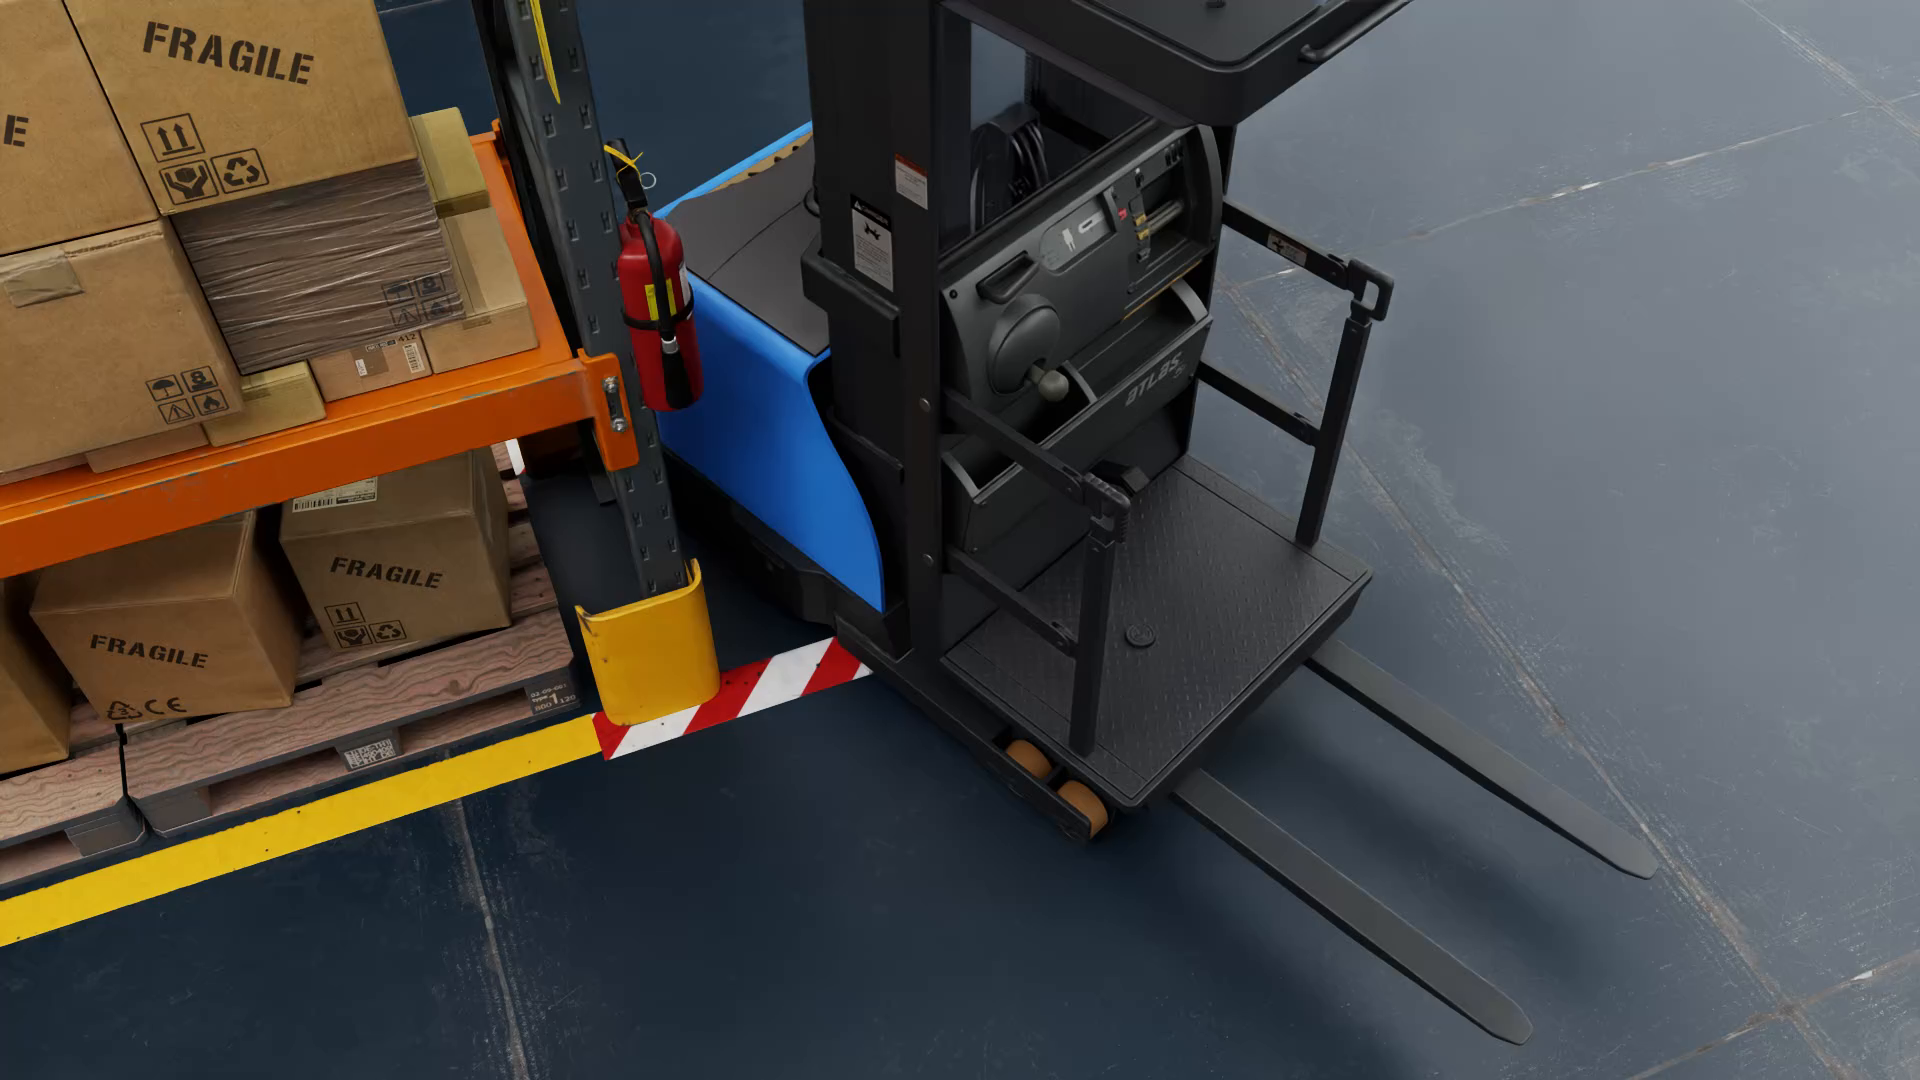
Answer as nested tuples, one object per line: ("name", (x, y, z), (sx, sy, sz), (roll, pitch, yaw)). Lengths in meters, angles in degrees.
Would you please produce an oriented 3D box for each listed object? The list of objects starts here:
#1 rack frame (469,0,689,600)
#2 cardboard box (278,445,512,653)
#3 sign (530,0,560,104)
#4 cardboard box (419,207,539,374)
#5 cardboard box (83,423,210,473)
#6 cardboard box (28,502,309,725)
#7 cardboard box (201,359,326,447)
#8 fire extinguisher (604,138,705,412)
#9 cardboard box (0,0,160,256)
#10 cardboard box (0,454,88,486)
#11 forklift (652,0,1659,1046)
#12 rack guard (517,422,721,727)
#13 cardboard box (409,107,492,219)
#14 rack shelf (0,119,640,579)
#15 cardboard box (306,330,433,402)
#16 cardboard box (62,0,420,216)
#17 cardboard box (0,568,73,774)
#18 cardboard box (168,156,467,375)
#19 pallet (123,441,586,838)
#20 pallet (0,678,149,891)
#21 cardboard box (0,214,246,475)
("rack frame", (-0.992, -0.906, 4.051), (0.127, 3.000, 1.000), (-17, 52, -14))
("cardboard box", (-1.576, -0.061, 4.696), (0.500, 0.500, 0.500), (-9, 50, -7))
("sign", (-0.800, -0.991, 3.152), (0.005, 0.325, 0.100), (-17, 52, -14))
("cardboard box", (-1.177, -0.597, 3.951), (0.250, 0.149, 0.380), (-17, 52, -14))
("cardboard box", (-1.858, -0.357, 3.745), (0.250, 0.149, 0.380), (-17, 52, -14))
("cardboard box", (-2.116, 0.134, 4.528), (0.500, 0.500, 0.500), (-5, 50, -5))
("cardboard box", (-1.621, -0.418, 3.798), (0.250, 0.149, 0.380), (-17, 52, -14))
("fire extinguisher", (-0.711, -0.590, 3.830), (0.183, 0.674, 0.296), (-17, 52, -14))
("cardboard box", (-1.868, -0.883, 3.110), (0.500, 0.500, 0.500), (-17, 52, -14))
("cardboard box", (-2.105, -0.315, 3.709), (0.250, 0.149, 0.380), (-17, 52, -14))
("forklift", (0.462, -0.589, 3.824), (3.031, 2.935, 1.130), (36, 58, 27))
("rack guard", (-1.062, -0.070, 4.980), (0.348, 0.500, 1.175), (-17, 52, -14))
("cardboard box", (-1.346, -0.910, 4.220), (0.250, 0.149, 0.380), (-17, 52, -14))
("rack shelf", (-2.843, -0.098, 3.831), (4.000, 0.370, 1.077), (-17, 52, -14))
("cardboard box", (-1.409, -0.526, 3.890), (0.250, 0.149, 0.380), (-17, 52, -14))
("cardboard box", (-1.407, -1.030, 3.236), (0.500, 0.500, 0.500), (-17, 52, -14))
("cardboard box", (-2.703, 0.301, 4.385), (0.500, 0.500, 0.500), (-13, 51, -11))
("cardboard box", (-1.511, -0.897, 3.781), (0.500, 0.500, 0.875), (-17, 52, -14))
("pallet", (-1.827, 0.232, 4.911), (1.213, 0.211, 1.003), (-17, 52, -14))
("pallet", (-2.955, 0.579, 4.613), (1.213, 0.211, 1.003), (-17, 52, -14))
("cardboard box", (-1.929, -0.669, 3.586), (0.500, 0.500, 0.875), (-17, 52, -14))
